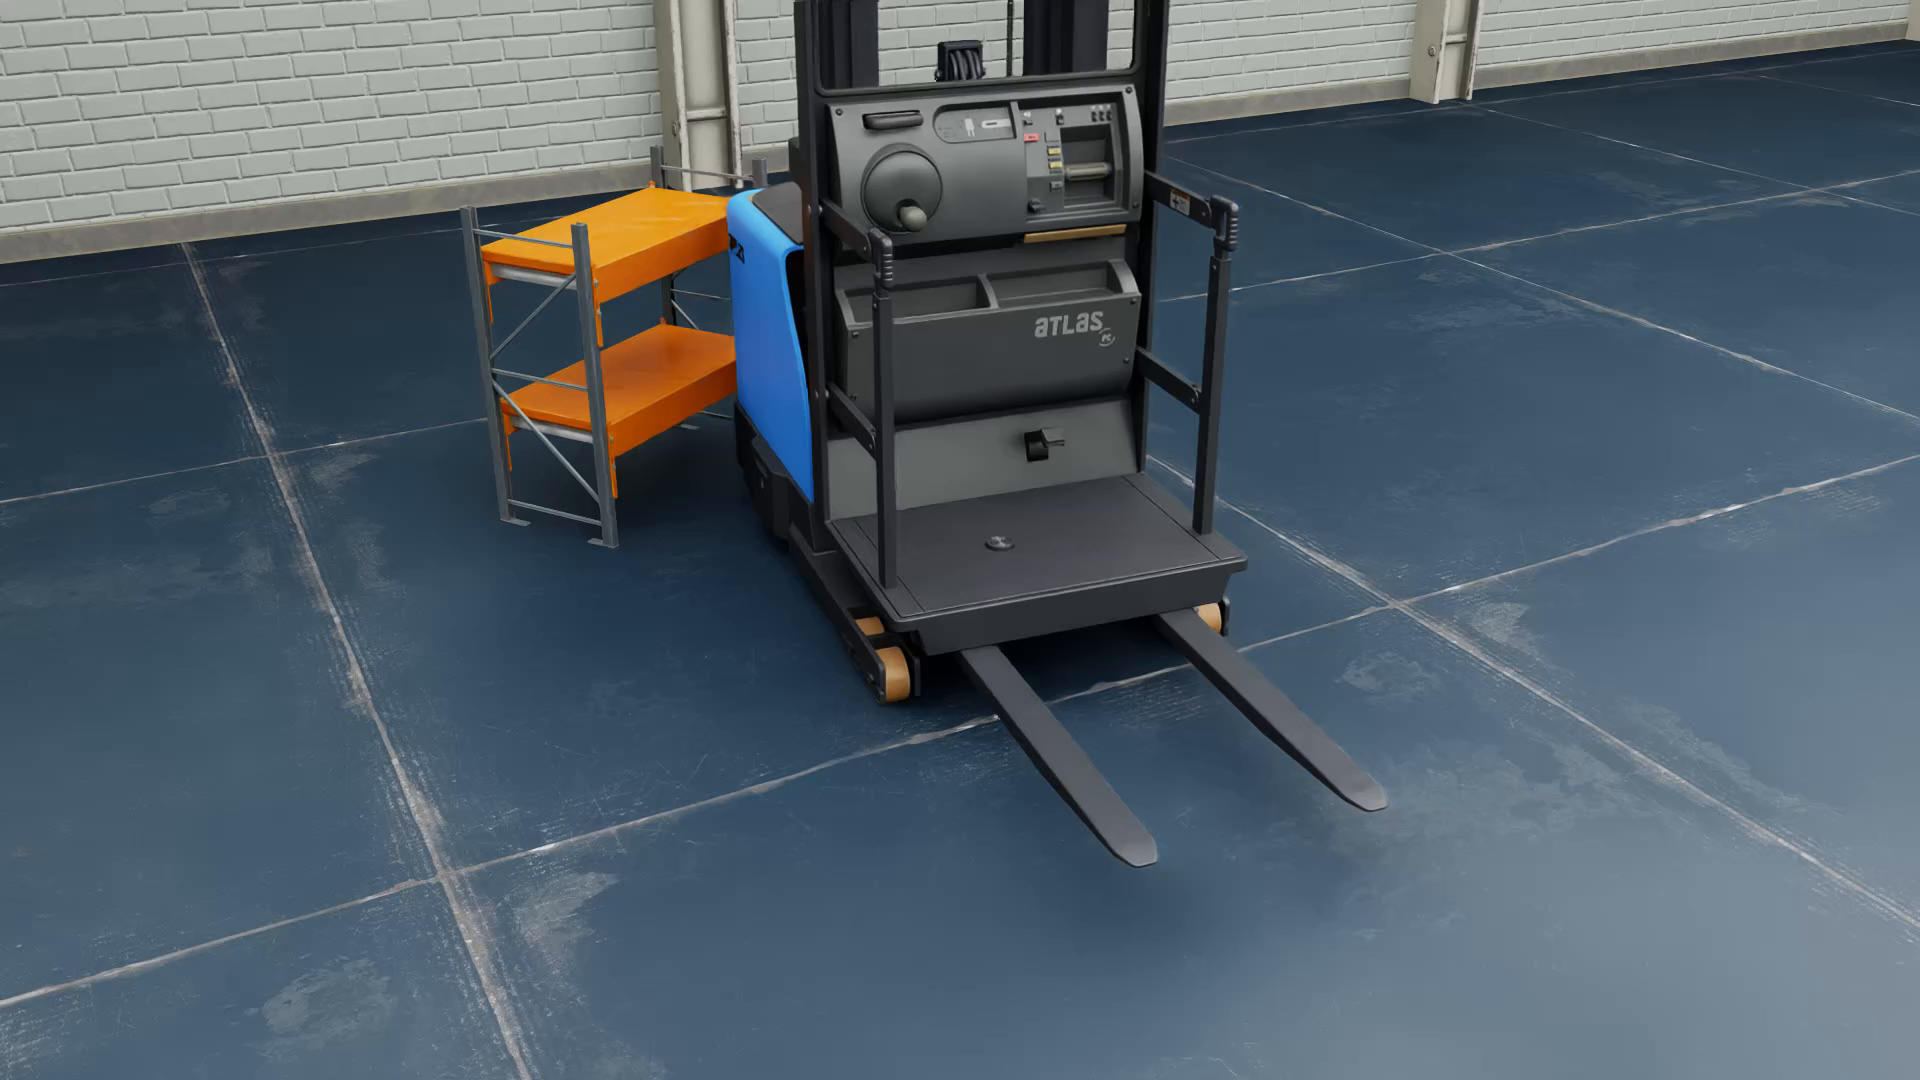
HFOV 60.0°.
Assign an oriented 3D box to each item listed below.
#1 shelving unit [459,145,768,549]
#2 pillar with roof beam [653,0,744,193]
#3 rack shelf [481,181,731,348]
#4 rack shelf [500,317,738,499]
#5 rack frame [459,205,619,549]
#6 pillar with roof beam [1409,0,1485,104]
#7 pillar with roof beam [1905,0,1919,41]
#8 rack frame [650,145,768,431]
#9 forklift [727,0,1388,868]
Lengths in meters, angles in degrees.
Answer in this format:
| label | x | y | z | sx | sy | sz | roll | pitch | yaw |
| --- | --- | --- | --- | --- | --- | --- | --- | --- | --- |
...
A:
| label | x | y | z | sx | sy | sz | roll | pitch | yaw |
| --- | --- | --- | --- | --- | --- | --- | --- | --- | --- |
| shelving unit | -1.165 | -0.726 | 5.963 | 0.538 | 1.125 | 1.048 | 13 | 28 | 24 |
| pillar with roof beam | 0.442 | -4.616 | 4.967 | 0.400 | 9.000 | 9.100 | -13 | 29 | -25 |
| rack shelf | -1.165 | -0.990 | 5.836 | 0.538 | 0.278 | 1.000 | 13 | 28 | 24 |
| rack shelf | -1.165 | -0.506 | 6.069 | 0.538 | 0.278 | 1.000 | 13 | 28 | 24 |
| rack frame | -1.399 | -0.531 | 5.556 | 0.500 | 1.125 | 0.032 | 13 | 28 | 24 |
| pillar with roof beam | 5.736 | -5.838 | 7.512 | 0.400 | 9.000 | 9.100 | -13 | 29 | -25 |
| pillar with roof beam | 11.031 | -7.060 | 10.057 | 0.400 | 9.000 | 9.100 | -13 | 29 | -25 |
| rack frame | -0.932 | -0.922 | 6.370 | 0.500 | 1.125 | 0.032 | 13 | 28 | 24 |
| forklift | 0.166 | -1.054 | 4.558 | 1.130 | 2.935 | 3.031 | -9 | 27 | -19 |
